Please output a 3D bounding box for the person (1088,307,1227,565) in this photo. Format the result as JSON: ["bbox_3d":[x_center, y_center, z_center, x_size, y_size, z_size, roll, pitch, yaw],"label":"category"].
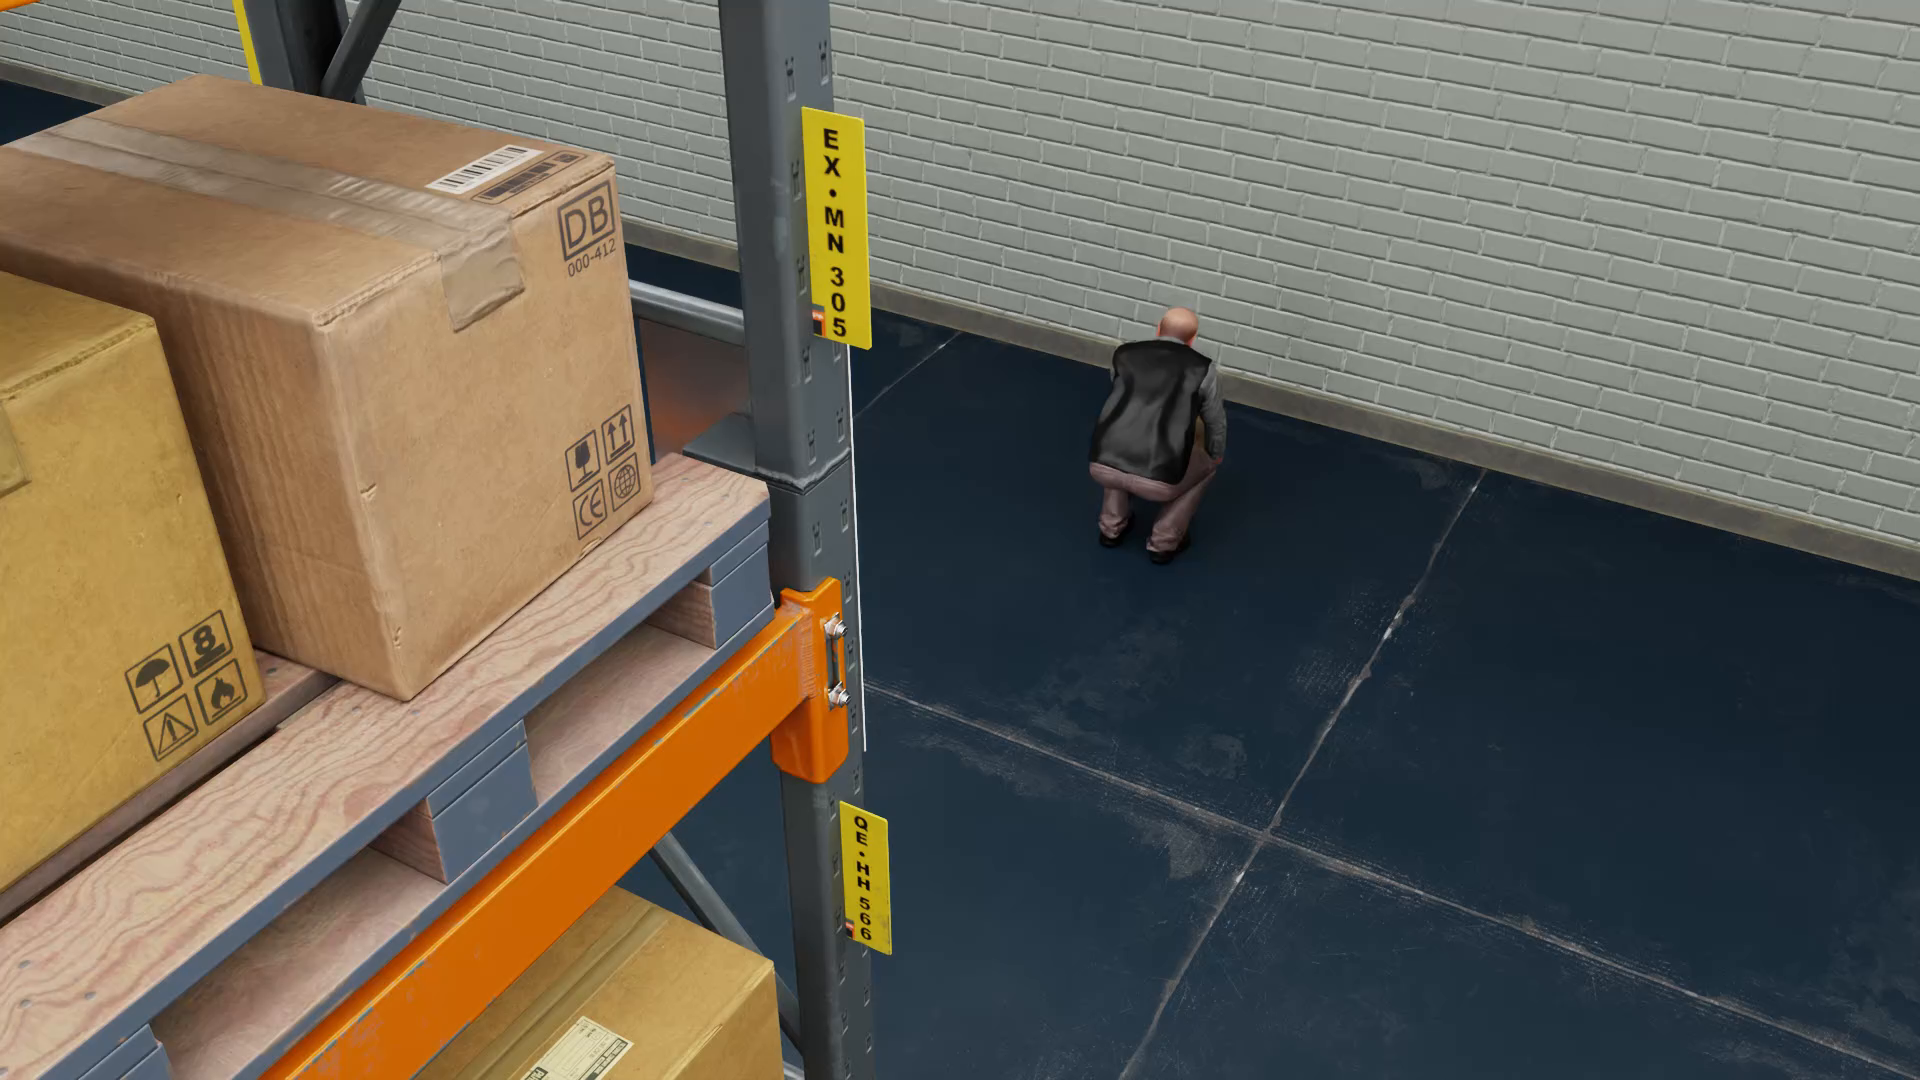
[{"bbox_3d":[0.879,-0.469,7.518,0.543,0.996,0.864,18,38,24],"label":"person"}]
